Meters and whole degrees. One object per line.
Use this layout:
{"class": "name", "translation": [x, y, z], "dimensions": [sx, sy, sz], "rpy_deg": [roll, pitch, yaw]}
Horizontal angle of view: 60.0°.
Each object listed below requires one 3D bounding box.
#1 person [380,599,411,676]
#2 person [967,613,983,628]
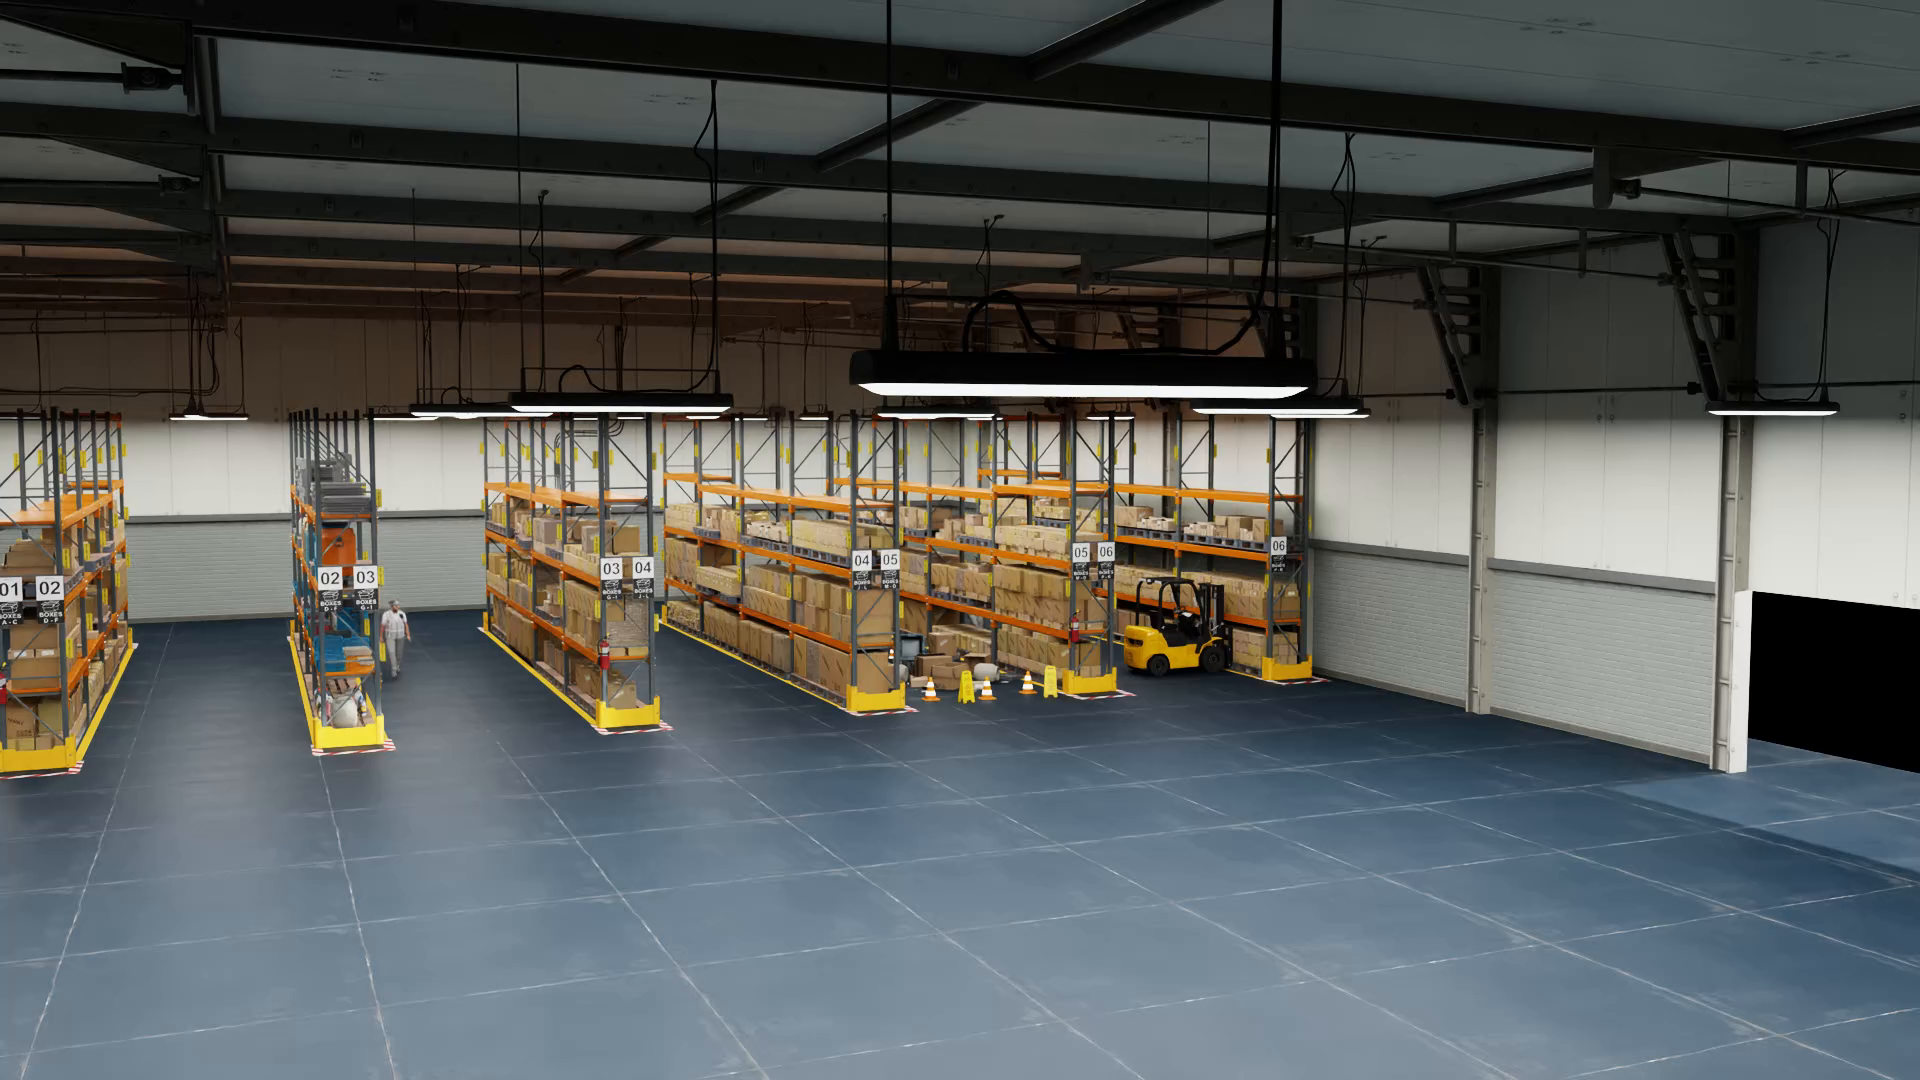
{"class": "person", "translation": [-12.854, 2.189, 37.827], "dimensions": [0.670, 1.703, 1.031], "rpy_deg": [-2, 5, -27]}
{"class": "person", "translation": [0.466, 1.676, 45.345], "dimensions": [0.403, 1.787, 0.609], "rpy_deg": [4, 5, 42]}
